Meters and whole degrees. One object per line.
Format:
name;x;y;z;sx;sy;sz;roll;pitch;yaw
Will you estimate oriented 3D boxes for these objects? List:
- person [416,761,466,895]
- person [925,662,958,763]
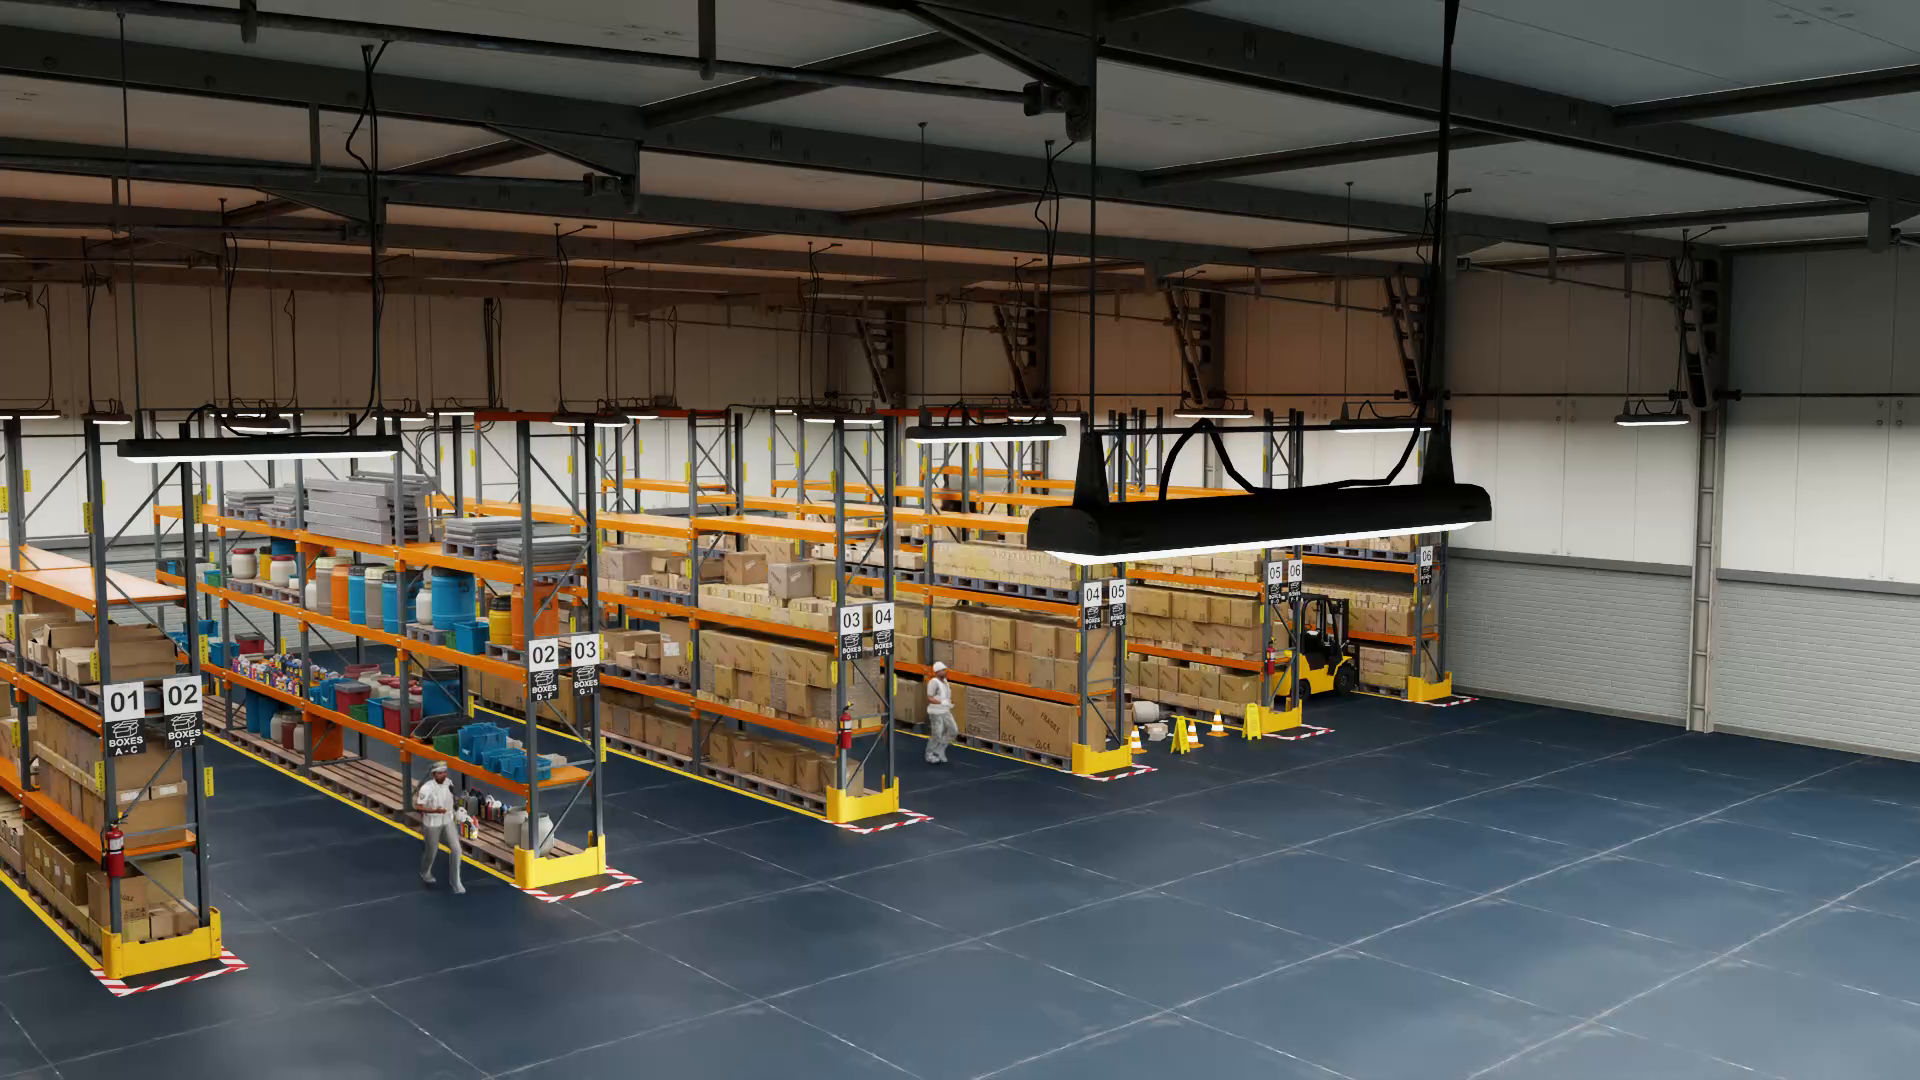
person;-6.663;3.641;21.201;0.603;1.731;0.814;-5;7;-42
person;-0.313;2.960;28.400;0.651;1.770;0.682;3;6;31
